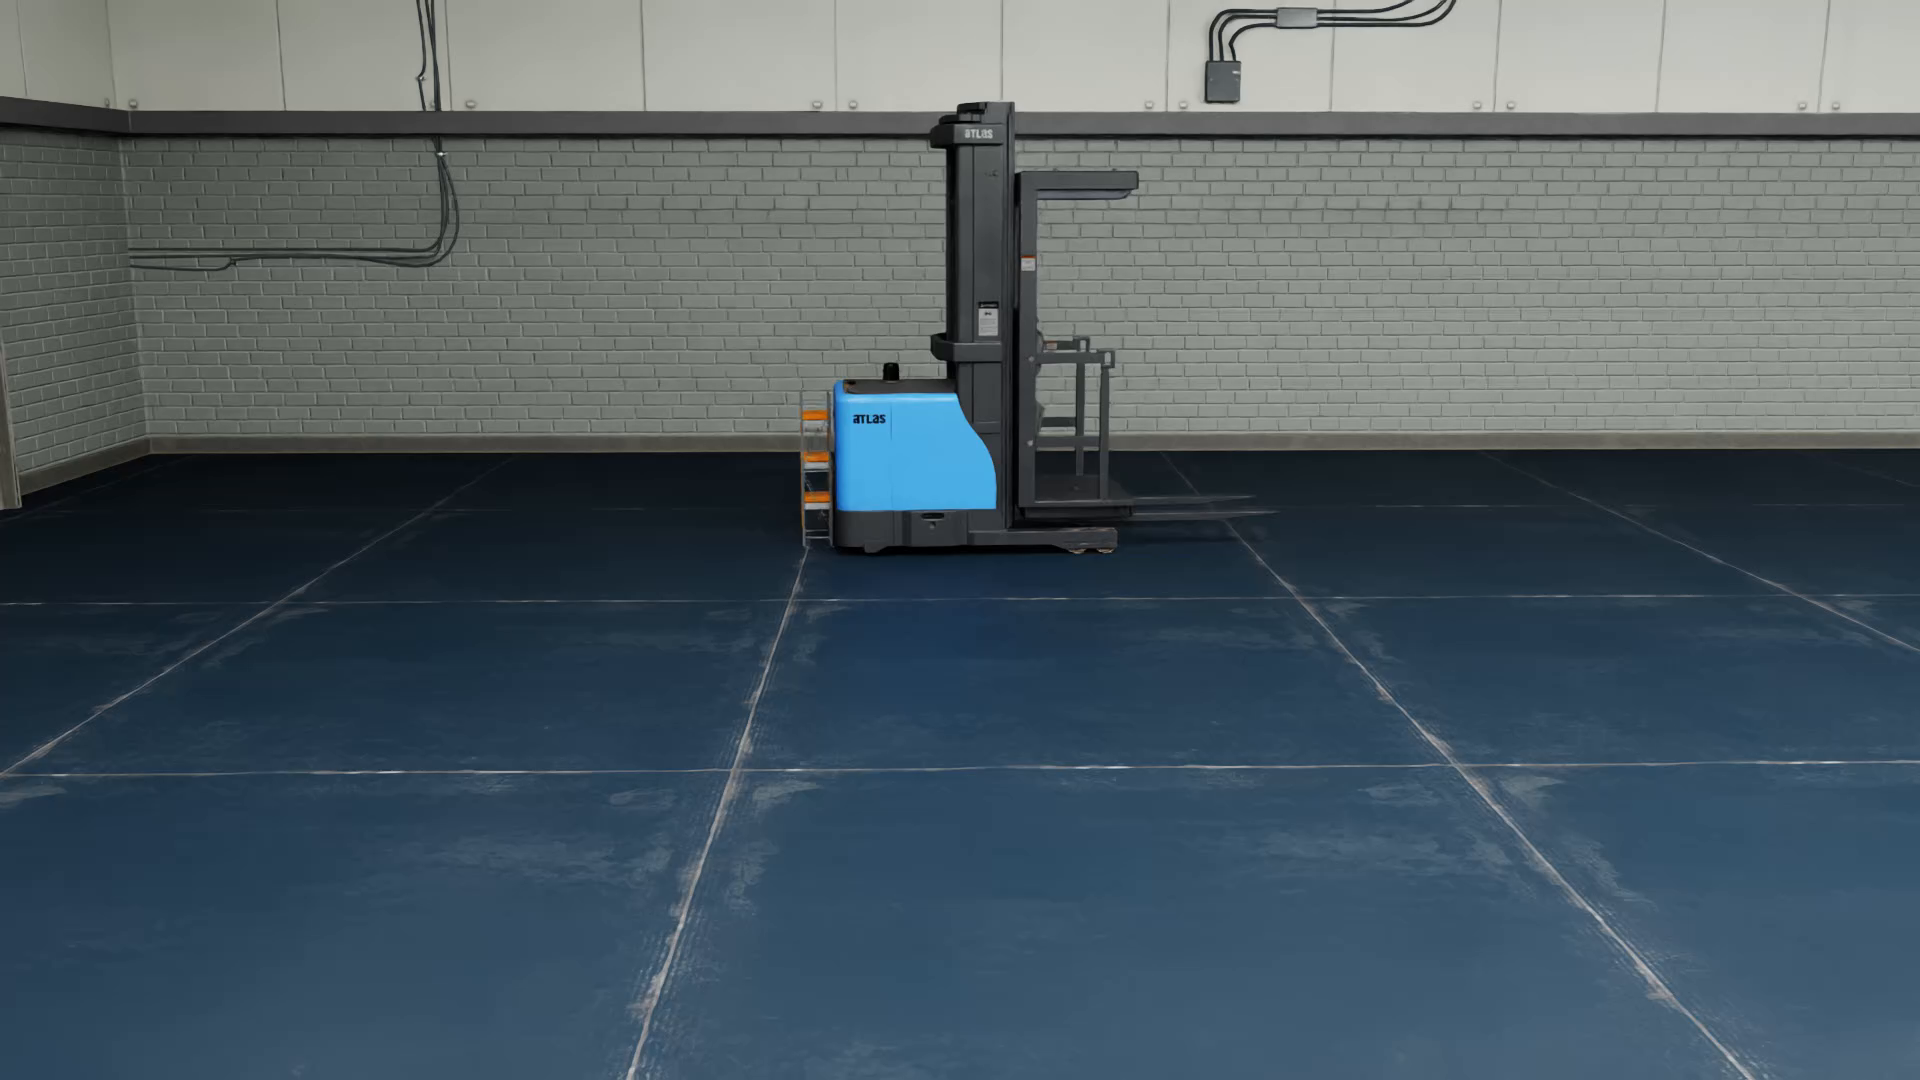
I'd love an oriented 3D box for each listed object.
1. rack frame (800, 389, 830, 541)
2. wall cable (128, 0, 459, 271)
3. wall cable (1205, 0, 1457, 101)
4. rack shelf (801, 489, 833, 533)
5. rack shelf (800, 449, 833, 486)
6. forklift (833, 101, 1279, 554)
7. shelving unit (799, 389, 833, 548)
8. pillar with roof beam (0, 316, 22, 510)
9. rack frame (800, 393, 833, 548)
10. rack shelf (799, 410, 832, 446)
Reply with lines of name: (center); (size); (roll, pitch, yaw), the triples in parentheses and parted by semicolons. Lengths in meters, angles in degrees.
rack frame: (-0.991, -0.509, 11.429); (0.200, 1.050, 0.008); (-1, 12, -6)
wall cable: (-6.114, -3.695, 14.948); (3.097, 2.526, 0.112); (0, 11, -1)
wall cable: (3.378, -6.919, 14.478); (2.305, 6.003, 0.169); (0, 11, -1)
rack shelf: (-0.978, -0.202, 11.368); (0.215, 0.259, 0.240); (-1, 12, -6)
rack shelf: (-0.978, -0.475, 11.313); (0.215, 0.259, 0.240); (-1, 12, -6)
forklift: (0.645, -1.448, 11.325); (3.031, 2.935, 1.130); (-1, 12, -5)
shelving unit: (-0.978, -0.485, 11.310); (0.215, 1.050, 0.252); (-1, 12, -6)
pillar with roof beam: (-3.071, -4.643, 11.813); (9.100, 9.000, 0.400); (0, 11, -1)
rack frame: (-0.966, -0.461, 11.192); (0.200, 1.050, 0.008); (-1, 12, -6)
rack shelf: (-0.978, -0.753, 11.256); (0.215, 0.259, 0.240); (-1, 12, -6)
